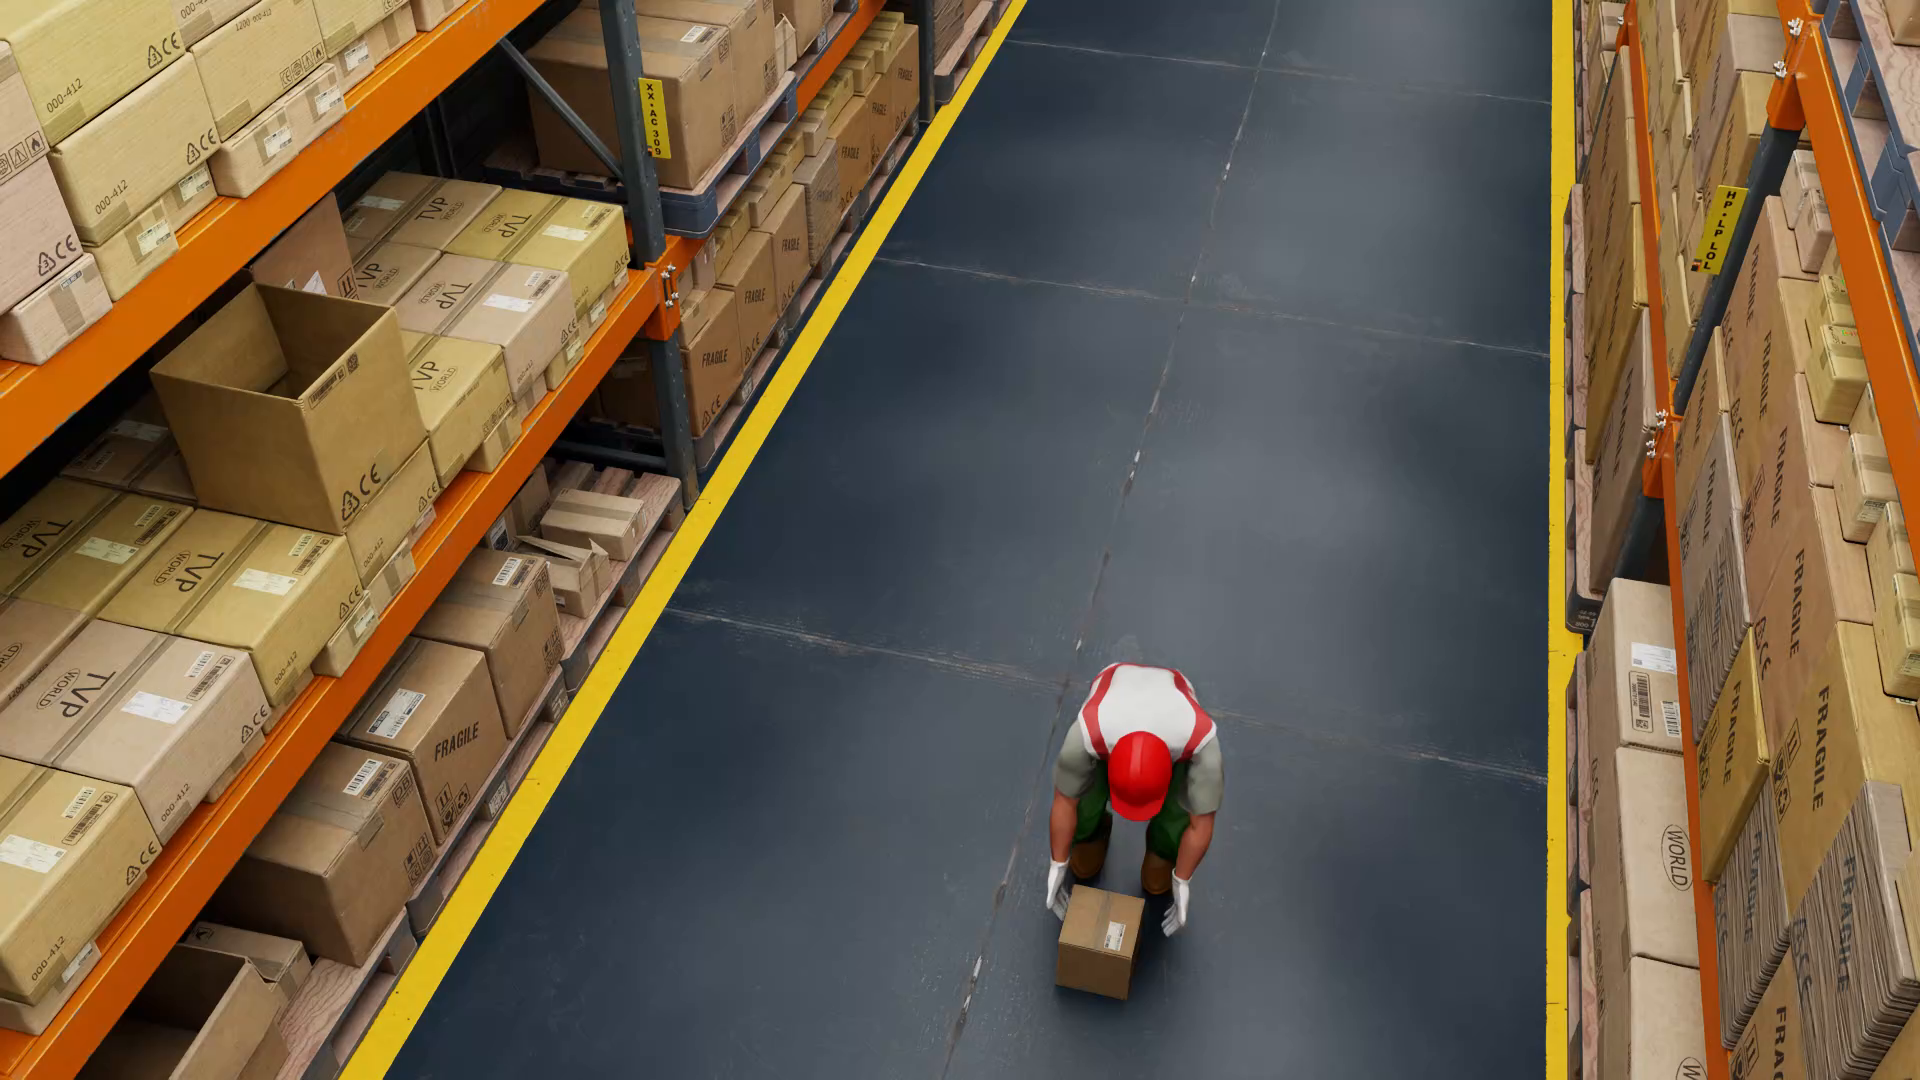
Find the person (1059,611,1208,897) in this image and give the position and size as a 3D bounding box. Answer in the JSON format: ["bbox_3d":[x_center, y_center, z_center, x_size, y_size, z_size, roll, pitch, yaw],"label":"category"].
[{"bbox_3d":[0.556,0.773,5.533,0.481,1.402,0.887,9,41,10],"label":"person"}]
